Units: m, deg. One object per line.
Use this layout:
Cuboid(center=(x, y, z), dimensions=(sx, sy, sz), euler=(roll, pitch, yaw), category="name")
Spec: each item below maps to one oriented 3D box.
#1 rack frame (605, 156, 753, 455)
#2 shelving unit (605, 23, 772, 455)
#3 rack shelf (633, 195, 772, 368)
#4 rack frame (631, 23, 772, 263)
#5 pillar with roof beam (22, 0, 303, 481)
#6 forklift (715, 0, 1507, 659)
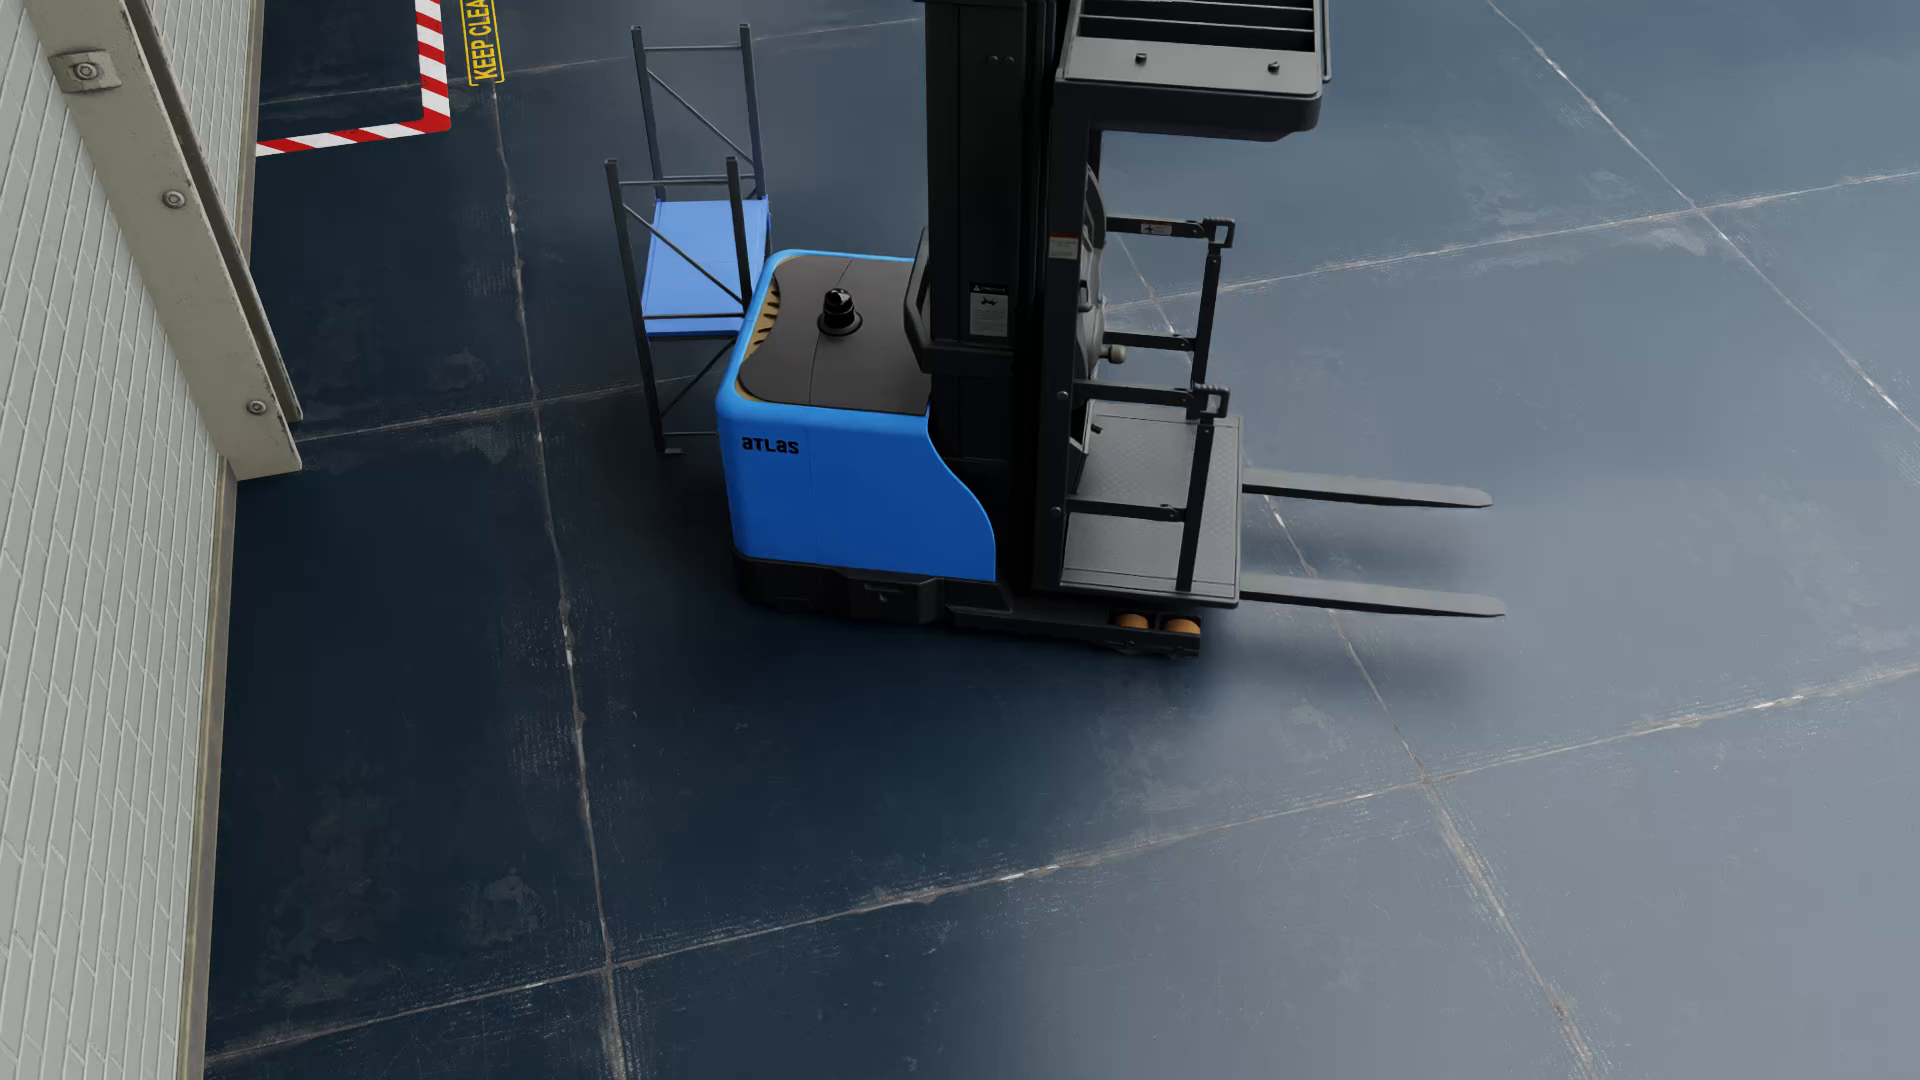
Cuboid(center=(-1.098, -0.920, 6.852), dimensions=(0.500, 1.500, 0.032), euler=(-2, 46, -2), category="rack frame")
Cuboid(center=(-1.119, -1.283, 7.208), dimensions=(0.538, 1.500, 1.048), euler=(-2, 46, -2), category="shelving unit")
Cuboid(center=(-1.119, -1.157, 7.336), dimensions=(0.538, 0.185, 1.000), euler=(-2, 46, -2), category="rack shelf")
Cuboid(center=(-1.139, -1.645, 7.563), dimensions=(0.500, 1.500, 0.032), euler=(-2, 46, -2), category="rack frame")
Cuboid(center=(1.070, -4.354, 4.967), dimensions=(9.100, 9.000, 0.400), euler=(-11, 47, -10), category="pillar with roof beam")
Cuboid(center=(0.652, -0.965, 5.895), dimensions=(3.031, 2.935, 1.130), euler=(5, 46, 5), category="forklift")
